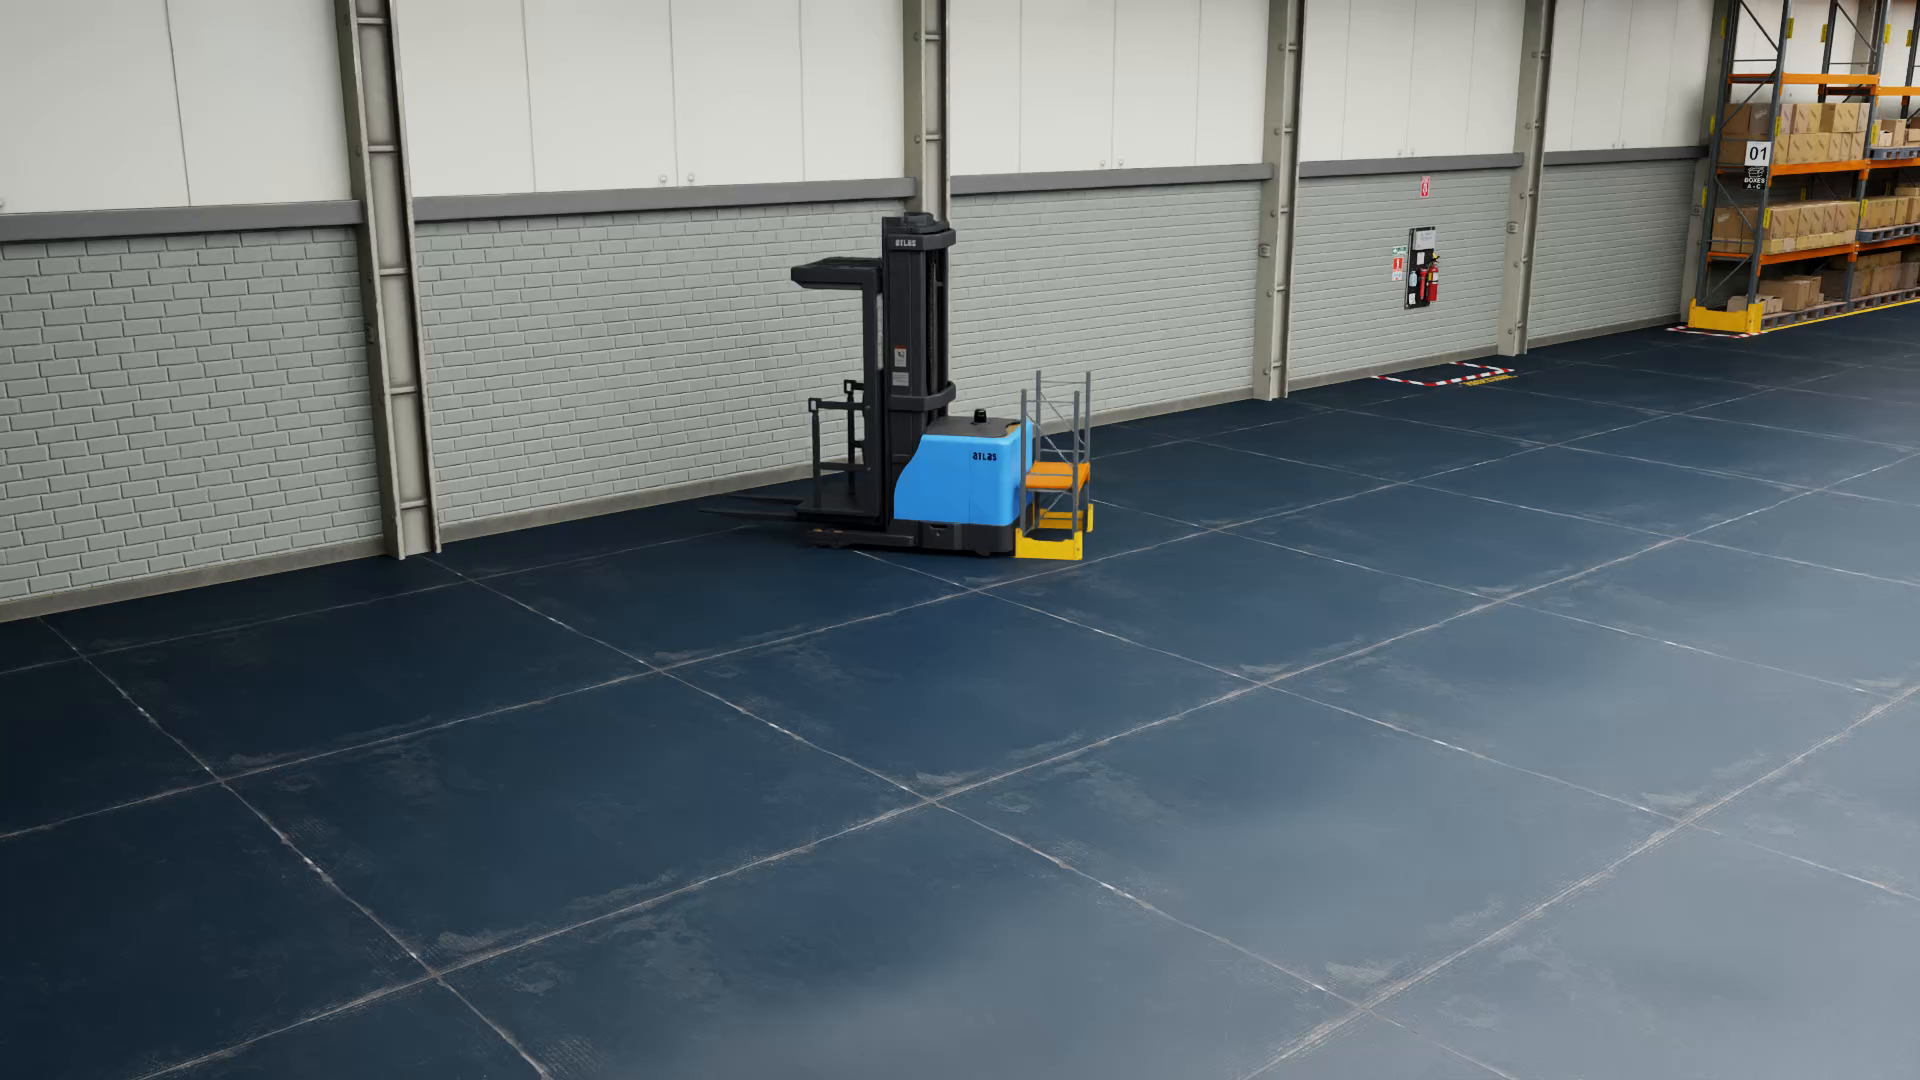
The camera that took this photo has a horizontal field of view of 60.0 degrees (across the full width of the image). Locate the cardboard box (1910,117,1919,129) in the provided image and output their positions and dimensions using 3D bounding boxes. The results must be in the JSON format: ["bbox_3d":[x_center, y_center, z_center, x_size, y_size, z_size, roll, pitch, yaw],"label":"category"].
[{"bbox_3d":[19.624,-8.275,33.557,0.700,0.500,0.500,14,21,43],"label":"cardboard box"}]

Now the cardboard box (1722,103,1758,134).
[{"bbox_3d":[13.421,-7.232,28.529,0.500,0.500,0.500,-12,19,-37],"label":"cardboard box"}]

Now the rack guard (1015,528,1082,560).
[{"bbox_3d":[0.779,0.036,14.631,0.587,0.250,0.087,3,15,9],"label":"rack guard"}]

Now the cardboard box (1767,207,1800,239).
[{"bbox_3d":[14.205,-5.521,28.907,0.500,0.500,0.500,-13,19,-39],"label":"cardboard box"}]

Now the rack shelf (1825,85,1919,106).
[{"bbox_3d":[17.794,-8.492,31.772,4.000,0.370,1.077,-13,19,-39],"label":"rack shelf"}]

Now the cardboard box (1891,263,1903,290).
[{"bbox_3d":[18.329,-5.281,33.200,0.500,0.500,0.700,-13,20,-39],"label":"cardboard box"}]

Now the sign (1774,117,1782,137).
[{"bbox_3d":[13.624,-6.884,27.701,0.005,0.325,0.100,-13,19,-39],"label":"sign"}]

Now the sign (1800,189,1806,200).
[{"bbox_3d":[15.918,-6.462,31.386,0.005,0.325,0.100,-13,19,-39],"label":"sign"}]

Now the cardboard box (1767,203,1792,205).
[{"bbox_3d":[14.637,-5.795,29.933,0.500,0.500,0.500,-12,19,-39],"label":"cardboard box"}]

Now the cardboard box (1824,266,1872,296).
[{"bbox_3d":[17.186,-5.025,32.243,0.500,0.500,0.700,-13,20,-40],"label":"cardboard box"}]

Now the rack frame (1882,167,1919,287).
[{"bbox_3d":[19.303,-6.473,33.670,0.127,3.000,1.000,-13,19,-39],"label":"rack frame"}]

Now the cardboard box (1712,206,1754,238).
[{"bbox_3d":[13.484,-5.538,28.971,0.500,0.500,0.500,-13,20,-40],"label":"cardboard box"}]

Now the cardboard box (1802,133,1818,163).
[{"bbox_3d":[14.502,-6.806,28.871,0.500,0.500,0.500,-12,19,-37],"label":"cardboard box"}]

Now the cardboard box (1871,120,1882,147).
[{"bbox_3d":[16.750,-7.573,30.968,0.500,0.500,0.500,-9,18,-32],"label":"cardboard box"}]

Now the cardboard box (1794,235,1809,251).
[{"bbox_3d":[14.615,-5.252,29.350,0.500,0.250,0.500,-13,20,-40],"label":"cardboard box"}]

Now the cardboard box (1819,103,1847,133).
[{"bbox_3d":[15.292,-7.462,29.392,0.500,0.500,0.500,-14,20,-41],"label":"cardboard box"}]

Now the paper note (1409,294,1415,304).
[{"bbox_3d":[6.634,-3.535,24.378,0.142,0.148,0.016,-13,19,-39],"label":"paper note"}]

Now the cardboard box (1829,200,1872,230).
[{"bbox_3d":[16.692,-6.136,31.362,0.500,0.500,0.700,-13,19,-39],"label":"cardboard box"}]

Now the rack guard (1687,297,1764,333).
[{"bbox_3d":[13.325,-3.923,28.967,0.348,0.500,1.175,-13,19,-39],"label":"rack guard"}]

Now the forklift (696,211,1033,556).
[{"bbox_3d":[-0.898,-1.462,15.042,3.031,2.935,1.130,4,15,14],"label":"forklift"}]

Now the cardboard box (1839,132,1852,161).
[{"bbox_3d":[15.677,-7.086,29.919,0.500,0.500,0.500,14,20,42],"label":"cardboard box"}]

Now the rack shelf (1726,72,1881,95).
[{"bbox_3d":[14.776,-8.006,29.184,4.000,0.370,1.077,-13,19,-39],"label":"rack shelf"}]

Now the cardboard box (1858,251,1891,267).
[{"bbox_3d":[17.938,-5.535,32.699,0.500,0.250,0.500,-13,20,-40],"label":"cardboard box"}]

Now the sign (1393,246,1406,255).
[{"bbox_3d":[6.337,-4.176,23.974,0.331,0.109,0.001,-13,19,-39],"label":"sign"}]

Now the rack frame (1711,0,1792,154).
[{"bbox_3d":[13.268,-8.016,27.822,0.127,3.000,1.000,-13,19,-39],"label":"rack frame"}]

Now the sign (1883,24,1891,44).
[{"bbox_3d":[16.628,-9.074,29.821,0.005,0.325,0.100,-13,19,-39],"label":"sign"}]

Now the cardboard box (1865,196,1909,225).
[{"bbox_3d":[18.029,-6.437,32.489,0.500,0.500,0.700,-13,19,-39],"label":"cardboard box"}]

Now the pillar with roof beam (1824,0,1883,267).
[{"bbox_3d":[20.580,-8.481,29.564,0.400,9.000,9.100,-13,19,-39],"label":"pillar with roof beam"}]

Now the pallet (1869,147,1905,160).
[{"bbox_3d":[16.821,-7.238,31.084,1.003,0.211,1.213,-13,19,-39],"label":"pallet"}]

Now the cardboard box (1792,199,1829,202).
[{"bbox_3d":[15.794,-6.056,30.908,0.500,0.500,0.500,-13,20,-41],"label":"cardboard box"}]

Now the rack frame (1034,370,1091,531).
[{"bbox_3d":[0.949,-0.822,15.420,0.500,1.500,0.032,3,15,9],"label":"rack frame"}]

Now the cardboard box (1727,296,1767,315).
[{"bbox_3d":[13.849,-4.131,29.260,0.500,0.311,0.500,13,20,41],"label":"cardboard box"}]

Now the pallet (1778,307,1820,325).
[{"bbox_3d":[14.881,-4.120,30.264,1.213,0.211,1.003,-13,19,-39],"label":"pallet"}]

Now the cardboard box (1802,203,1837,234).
[{"bbox_3d":[15.372,-5.786,29.896,0.500,0.500,0.500,-13,20,-41],"label":"cardboard box"}]

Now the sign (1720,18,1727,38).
[{"bbox_3d":[12.919,-8.655,28.099,0.005,0.325,0.100,-13,19,-39],"label":"sign"}]

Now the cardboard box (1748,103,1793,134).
[{"bbox_3d":[13.718,-7.126,28.132,0.500,0.500,0.500,14,21,43],"label":"cardboard box"}]

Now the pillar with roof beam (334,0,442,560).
[{"bbox_3d":[-2.051,-3.399,10.538,0.400,9.000,9.100,-13,19,-39],"label":"pillar with roof beam"}]

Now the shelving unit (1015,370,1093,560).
[{"bbox_3d":[0.864,-0.695,14.944,0.587,1.500,1.083,3,15,9],"label":"shelving unit"}]

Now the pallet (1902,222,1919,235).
[{"bbox_3d":[18.835,-6.239,33.165,1.003,0.211,1.213,-13,19,-39],"label":"pallet"}]

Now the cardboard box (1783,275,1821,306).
[{"bbox_3d":[15.529,-4.617,30.712,0.500,0.500,0.500,14,21,43],"label":"cardboard box"}]

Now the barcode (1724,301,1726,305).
[{"bbox_3d":[13.600,-4.216,29.562,0.075,0.075,0.001,-13,19,-39],"label":"barcode"}]

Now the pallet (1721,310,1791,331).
[{"bbox_3d":[13.961,-3.914,29.494,1.213,0.211,1.003,-13,19,-39],"label":"pallet"}]

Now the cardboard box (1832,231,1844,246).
[{"bbox_3d":[15.746,-5.510,30.319,0.500,0.250,0.500,-13,19,-39],"label":"cardboard box"}]
